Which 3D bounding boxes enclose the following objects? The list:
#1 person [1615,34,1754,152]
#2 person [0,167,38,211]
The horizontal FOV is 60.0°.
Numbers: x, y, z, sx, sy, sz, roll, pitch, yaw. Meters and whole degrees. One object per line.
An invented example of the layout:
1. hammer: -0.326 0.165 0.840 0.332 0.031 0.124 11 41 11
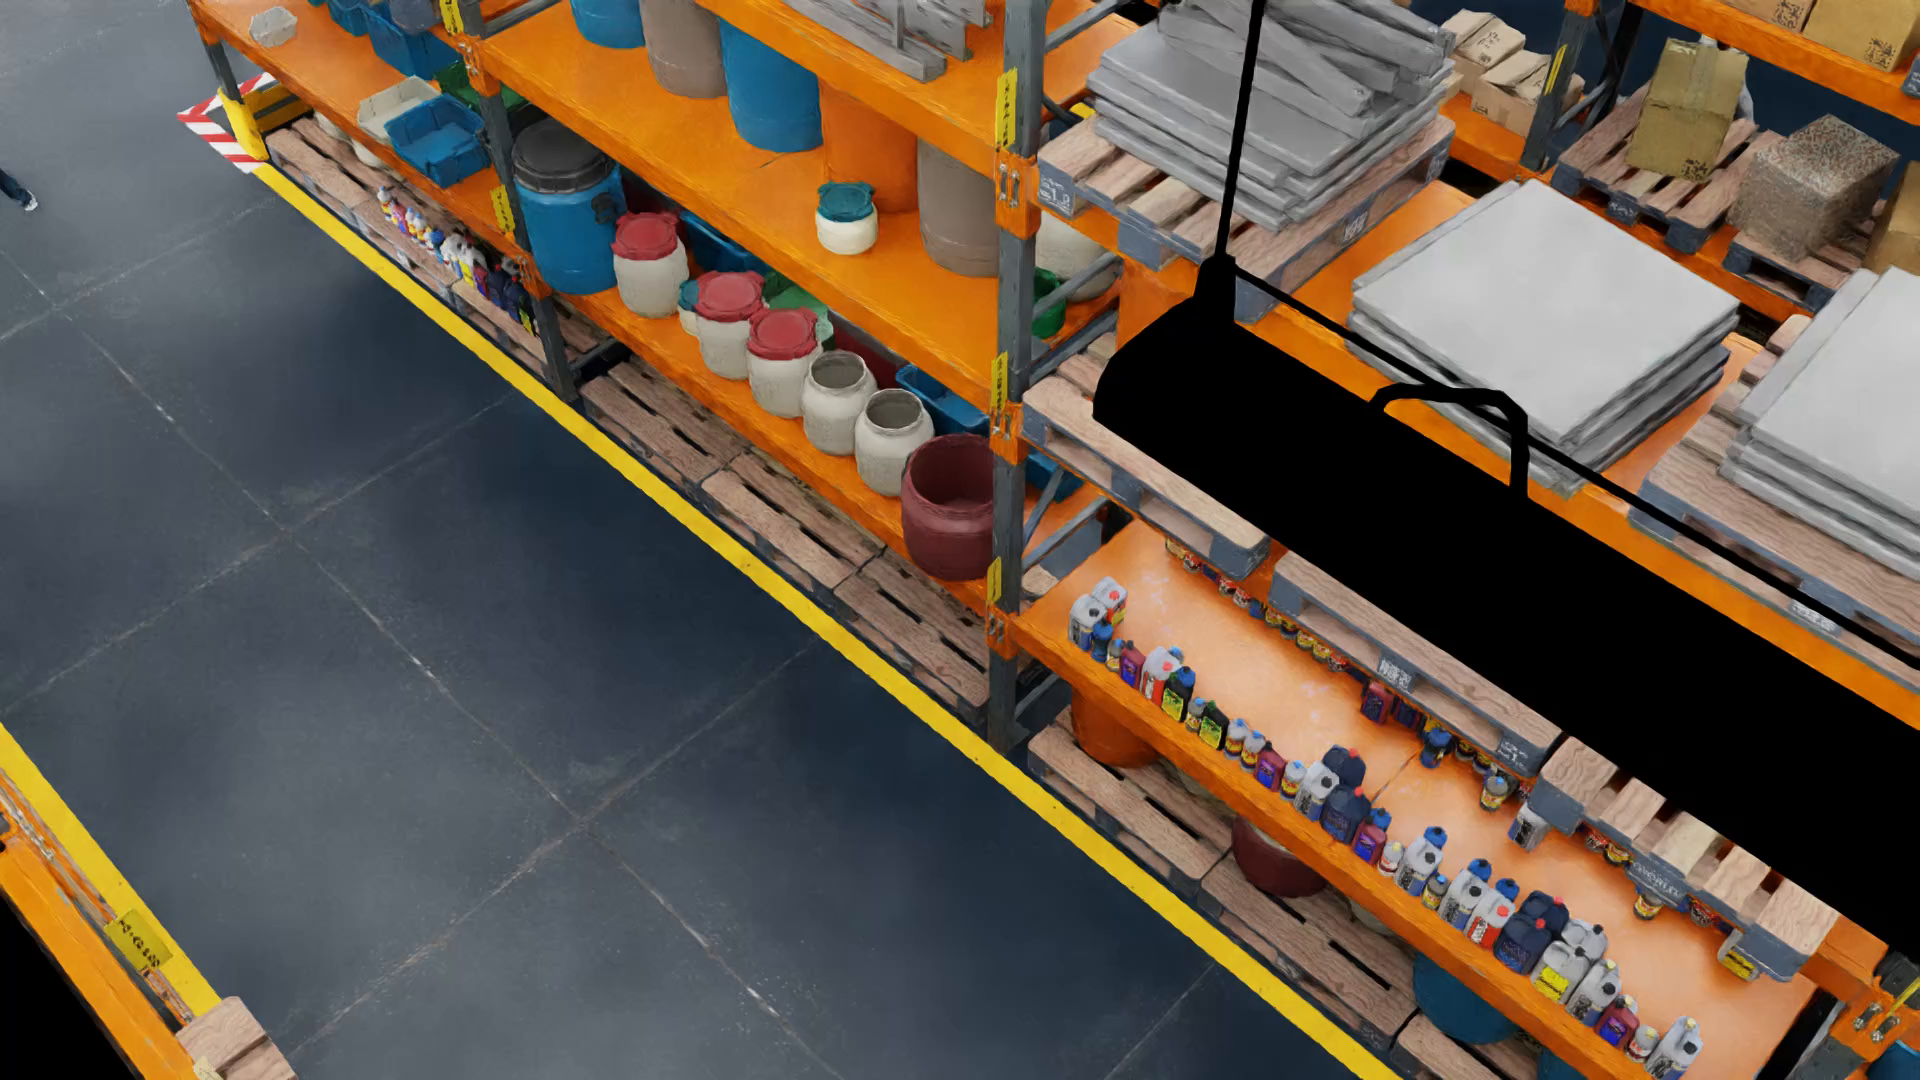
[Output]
1. person: 5.686 -3.789 12.450 0.577 1.691 1.121 -36 59 -26
2. person: -7.288 -2.938 11.824 0.862 1.562 0.482 12 51 10
